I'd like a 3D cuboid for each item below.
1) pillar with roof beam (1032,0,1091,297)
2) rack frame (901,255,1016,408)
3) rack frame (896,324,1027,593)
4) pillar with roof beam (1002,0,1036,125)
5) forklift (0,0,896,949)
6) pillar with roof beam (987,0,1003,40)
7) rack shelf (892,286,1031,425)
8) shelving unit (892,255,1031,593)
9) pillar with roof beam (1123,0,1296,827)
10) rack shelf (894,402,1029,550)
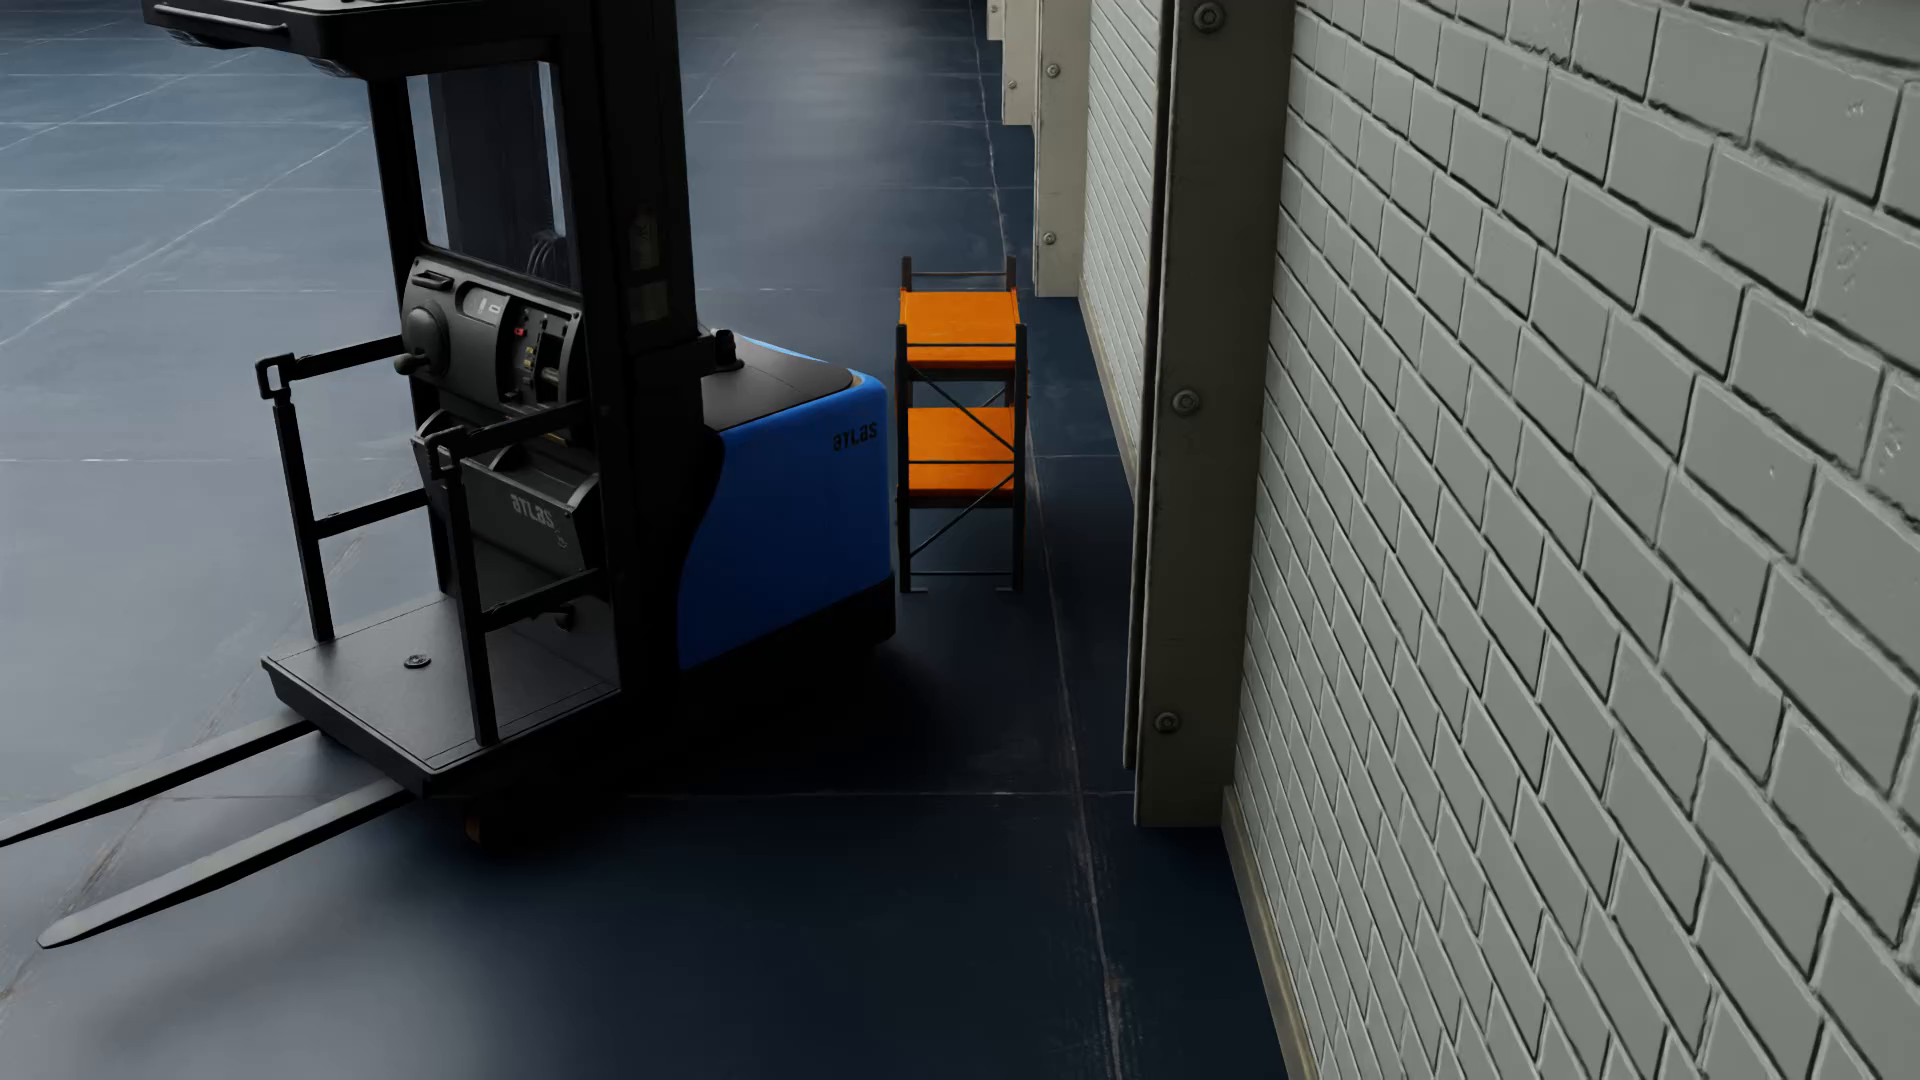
[{"bbox_3d":[-3.665,-5.730,8.999,9.100,9.000,0.400,0,24,-1],"label":"pillar with roof beam"},{"bbox_3d":[-0.006,-0.725,7.488,0.500,1.125,0.032,0,24,-1],"label":"rack frame"},{"bbox_3d":[0.005,-0.306,6.561,0.500,1.125,0.032,0,24,-1],"label":"rack frame"},{"bbox_3d":[-3.731,-8.202,14.466,9.100,9.000,0.400,0,24,-1],"label":"pillar with roof beam"},{"bbox_3d":[-1.613,-0.616,5.055,1.130,2.935,3.031,21,32,38],"label":"forklift"},{"bbox_3d":[-3.796,-10.675,19.932,9.100,9.000,0.400,0,24,-1],"label":"pillar with roof beam"},{"bbox_3d":[0.000,-0.782,6.904,0.538,0.278,1.000,0,24,-1],"label":"rack shelf"},{"bbox_3d":[0.000,-0.515,7.024,0.538,1.125,1.048,0,24,-1],"label":"shelving unit"},{"bbox_3d":[-3.600,-3.258,3.533,9.100,9.000,0.400,0,24,-1],"label":"pillar with roof beam"},{"bbox_3d":[0.000,-0.293,7.125,0.538,0.278,1.000,0,24,-1],"label":"rack shelf"}]
